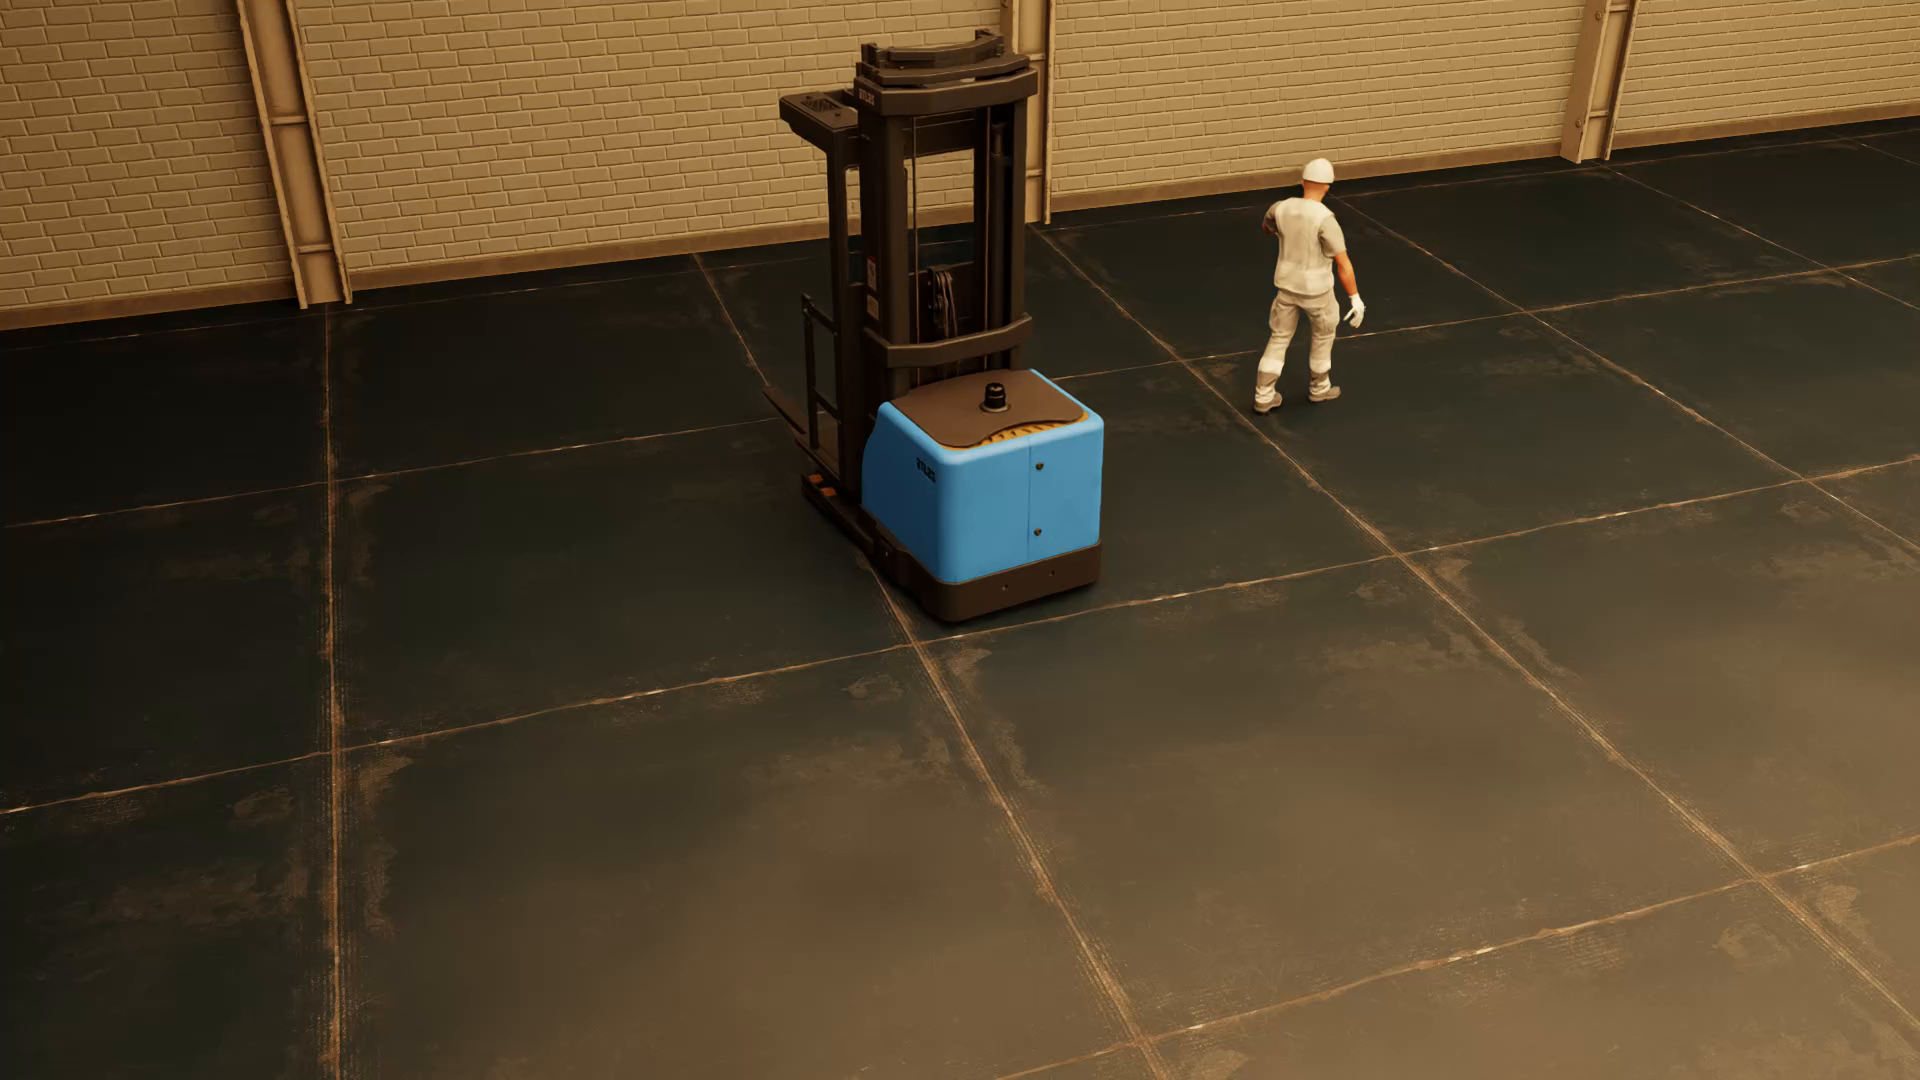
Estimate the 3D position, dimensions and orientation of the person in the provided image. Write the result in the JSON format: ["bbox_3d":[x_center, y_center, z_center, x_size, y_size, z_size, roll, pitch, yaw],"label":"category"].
[{"bbox_3d":[2.397,-1.749,11.253,1.001,1.696,0.751,24,38,35],"label":"person"}]

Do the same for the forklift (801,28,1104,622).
[{"bbox_3d":[-0.339,-1.530,9.746,1.130,2.935,3.031,-15,33,-24],"label":"forklift"}]
